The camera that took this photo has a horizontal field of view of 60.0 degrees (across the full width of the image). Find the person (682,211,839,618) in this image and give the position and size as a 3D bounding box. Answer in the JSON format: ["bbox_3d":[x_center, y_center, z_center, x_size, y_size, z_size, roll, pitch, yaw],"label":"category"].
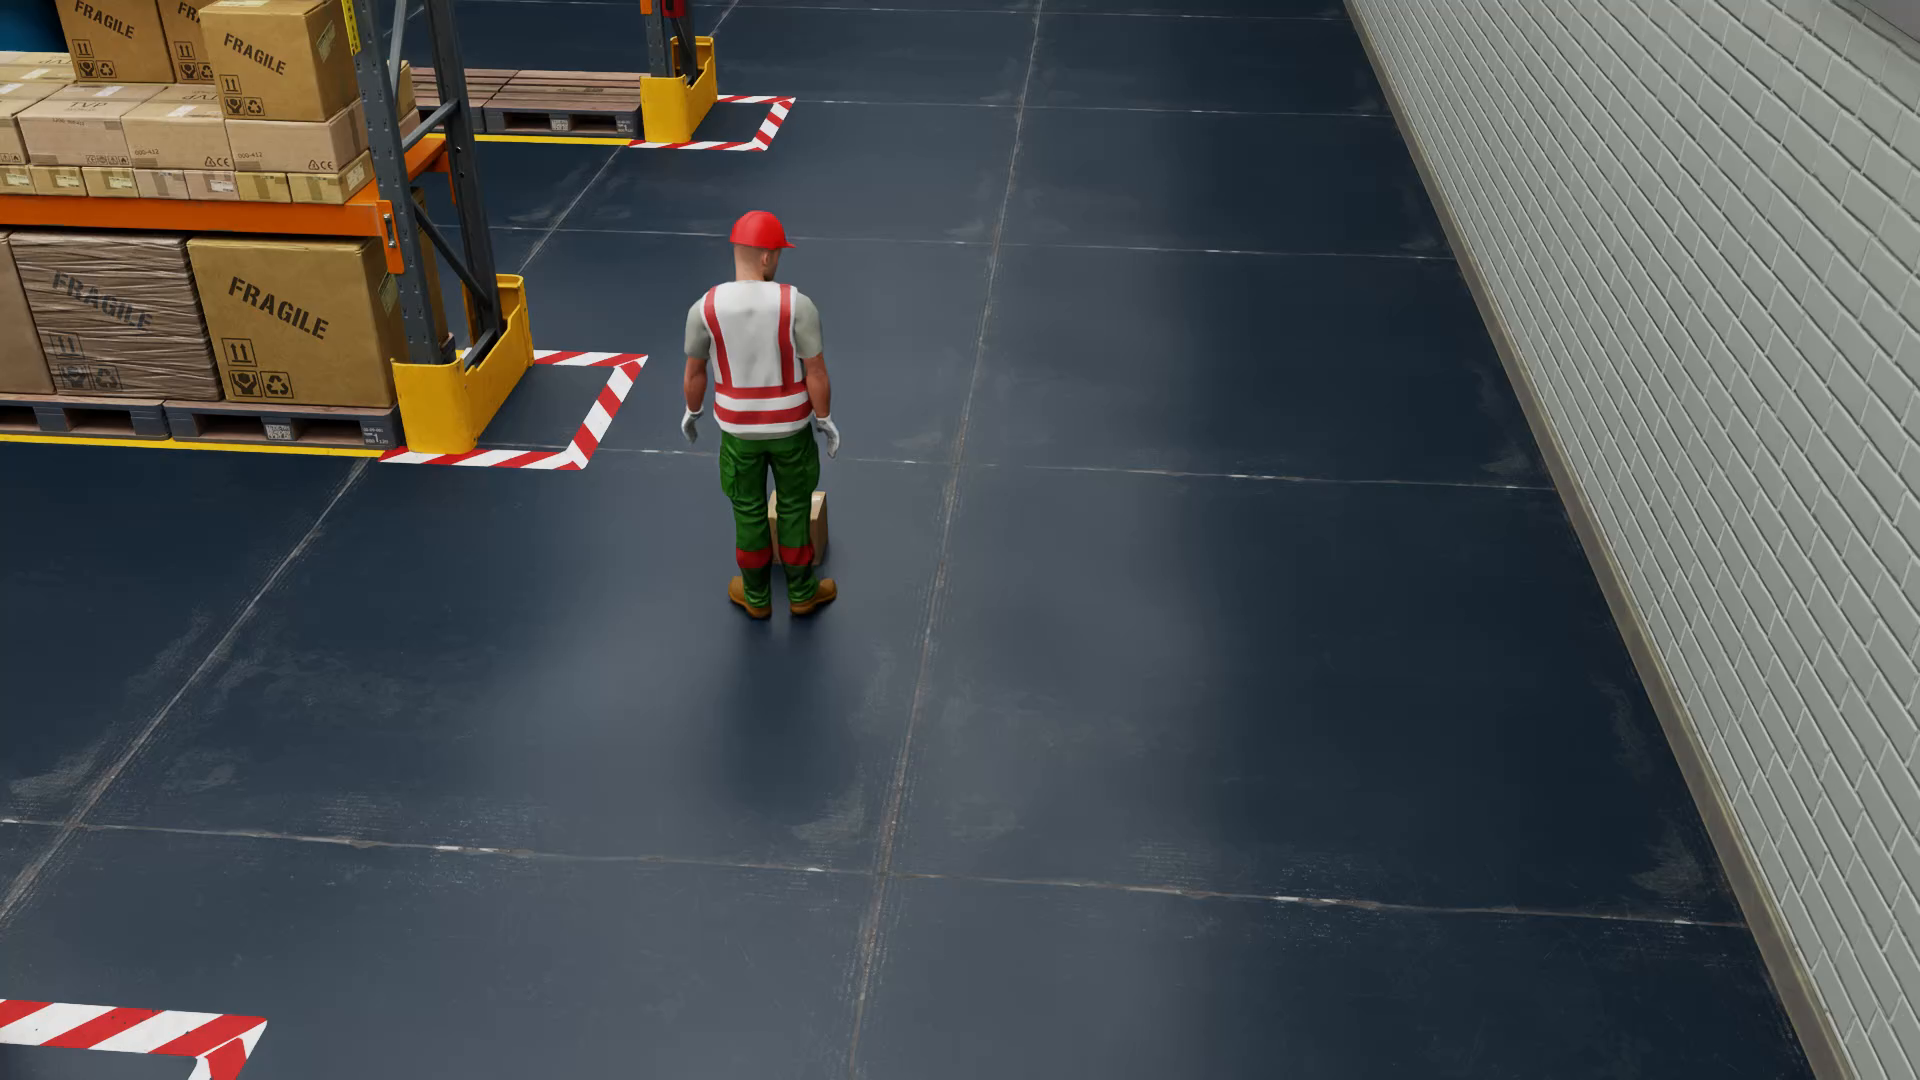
[{"bbox_3d":[-0.828,-0.474,6.872,0.656,1.800,0.378,-2,32,-3],"label":"person"}]
